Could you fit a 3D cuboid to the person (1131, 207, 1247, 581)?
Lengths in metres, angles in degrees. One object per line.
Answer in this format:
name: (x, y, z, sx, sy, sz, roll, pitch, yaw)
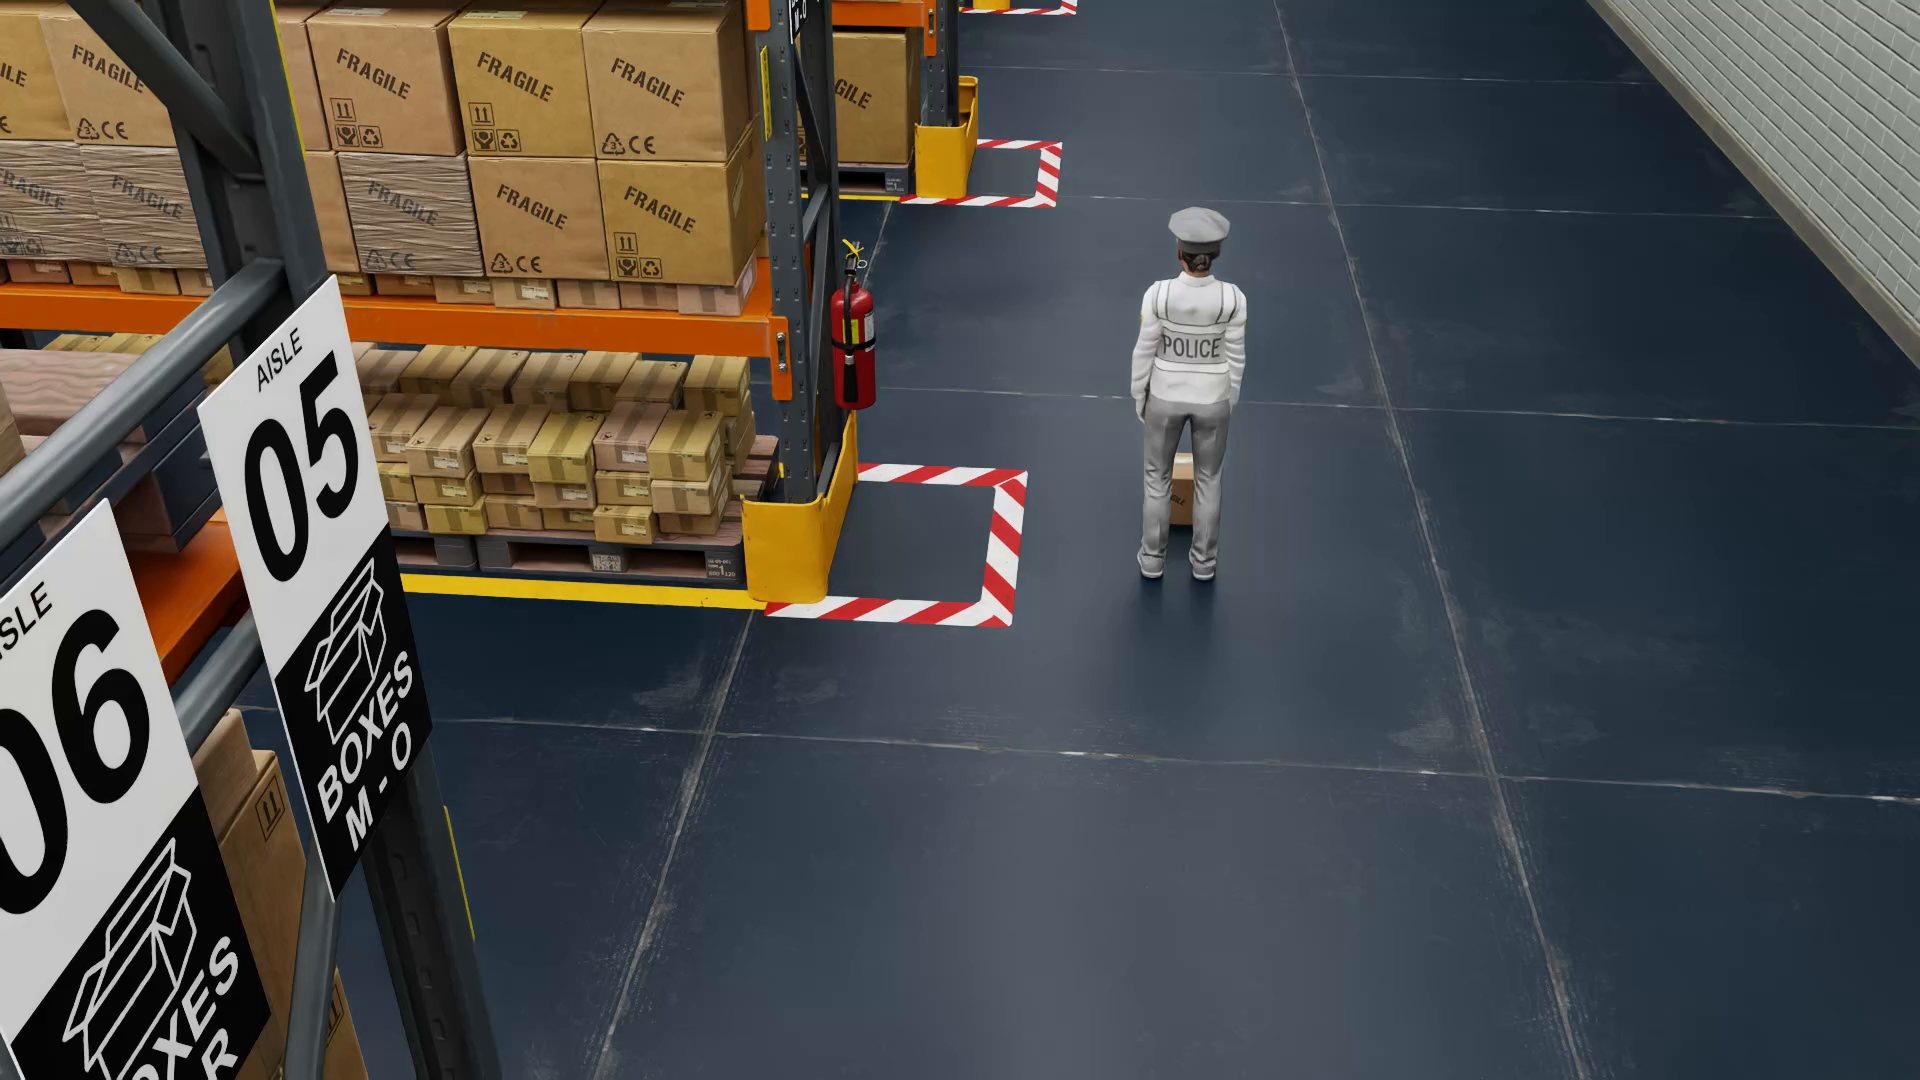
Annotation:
person: (0.958, -0.593, 7.086, 0.468, 1.670, 0.329, 3, 32, 5)
